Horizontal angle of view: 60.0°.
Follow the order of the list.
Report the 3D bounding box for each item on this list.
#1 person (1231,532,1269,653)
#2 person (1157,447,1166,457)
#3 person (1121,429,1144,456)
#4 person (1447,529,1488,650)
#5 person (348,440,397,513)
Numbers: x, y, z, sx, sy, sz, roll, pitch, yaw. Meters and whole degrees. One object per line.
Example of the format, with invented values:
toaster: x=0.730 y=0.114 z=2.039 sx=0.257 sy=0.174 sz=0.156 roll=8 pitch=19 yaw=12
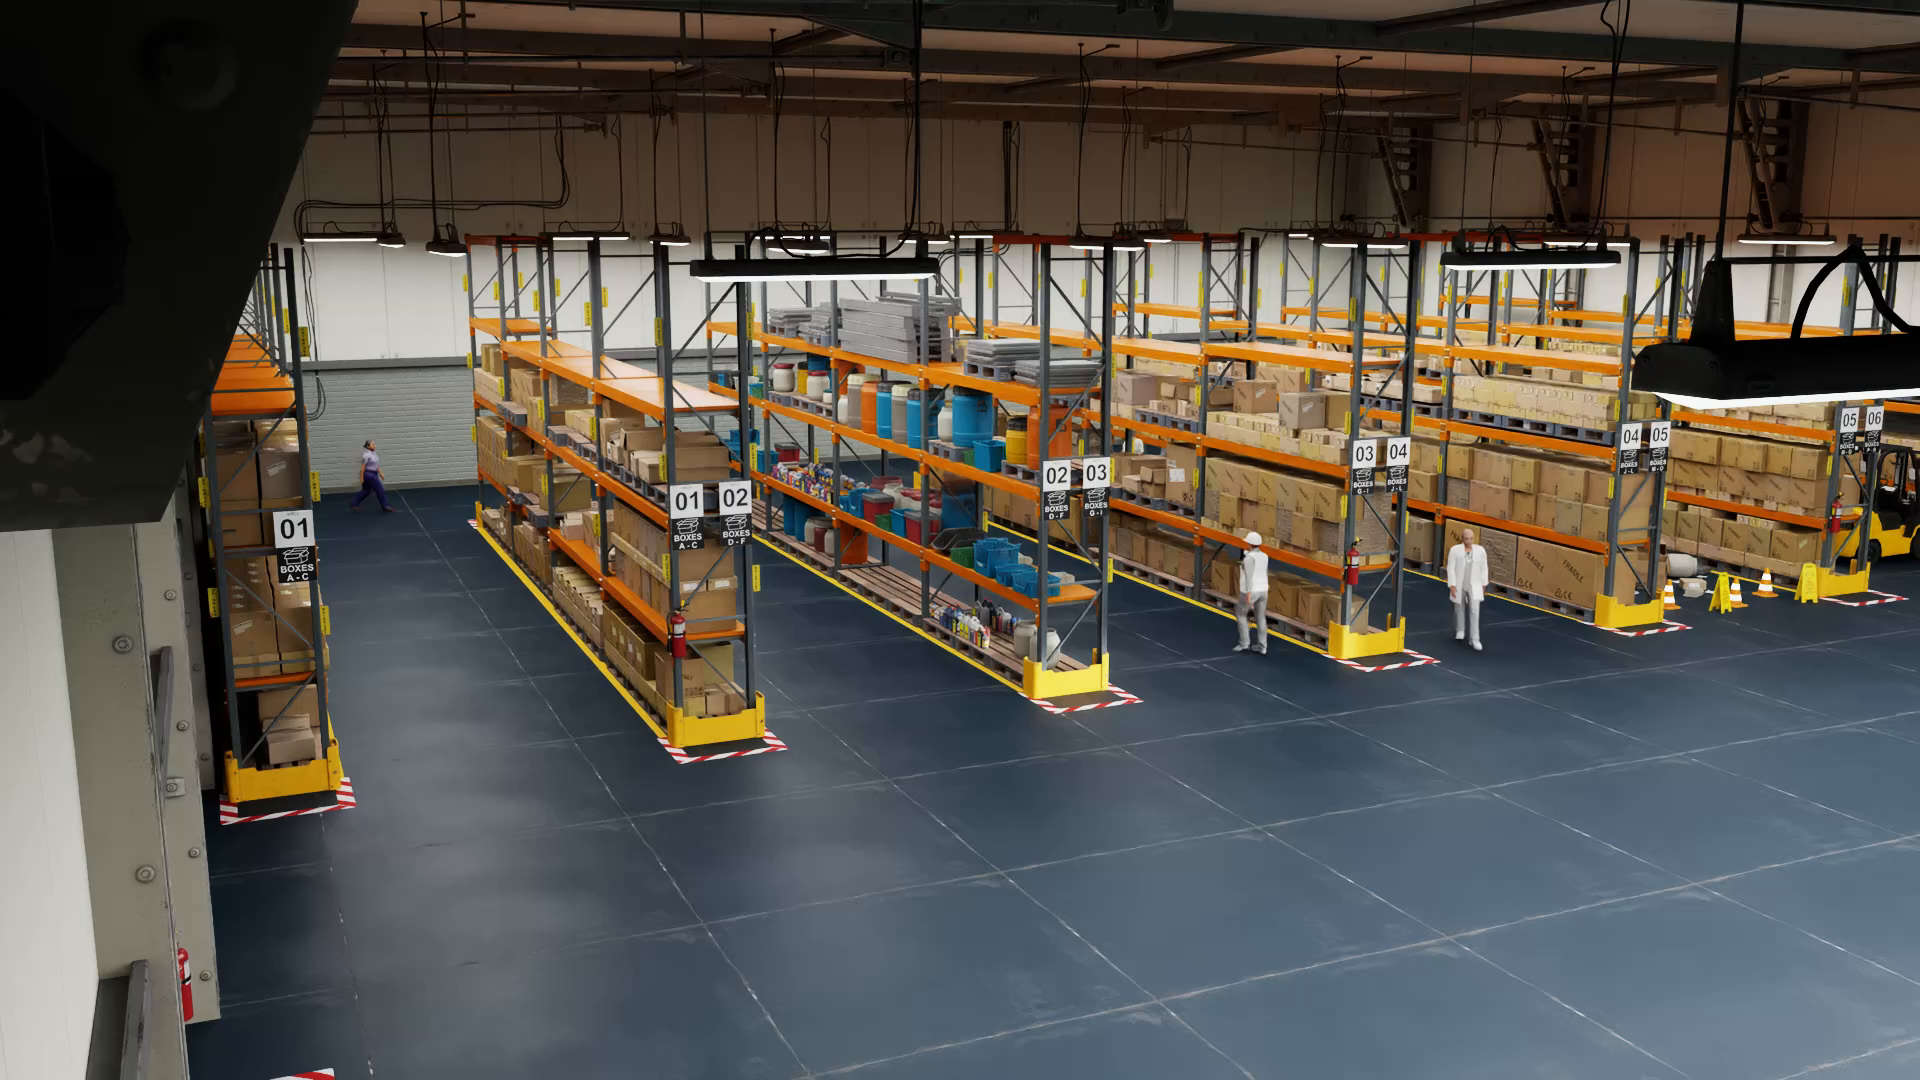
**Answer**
person: x=4.365 y=0.799 z=24.494 sx=0.535 sy=1.820 sz=0.574 roll=-6 pitch=12 yaw=-27
person: x=5.509 y=-3.045 z=44.367 sx=0.672 sy=1.658 sz=0.459 roll=-5 pitch=12 yaw=-25
person: x=3.849 y=-1.634 z=36.974 sx=0.576 sy=1.753 sz=0.548 roll=-6 pitch=12 yaw=-26
person: x=7.569 y=0.697 z=24.831 sx=0.609 sy=1.736 sz=1.025 roll=4 pitch=12 yaw=18
person: x=-12.763 y=-1.386 z=36.033 sx=1.005 sy=1.601 sz=0.464 roll=-3 pitch=11 yaw=-13
